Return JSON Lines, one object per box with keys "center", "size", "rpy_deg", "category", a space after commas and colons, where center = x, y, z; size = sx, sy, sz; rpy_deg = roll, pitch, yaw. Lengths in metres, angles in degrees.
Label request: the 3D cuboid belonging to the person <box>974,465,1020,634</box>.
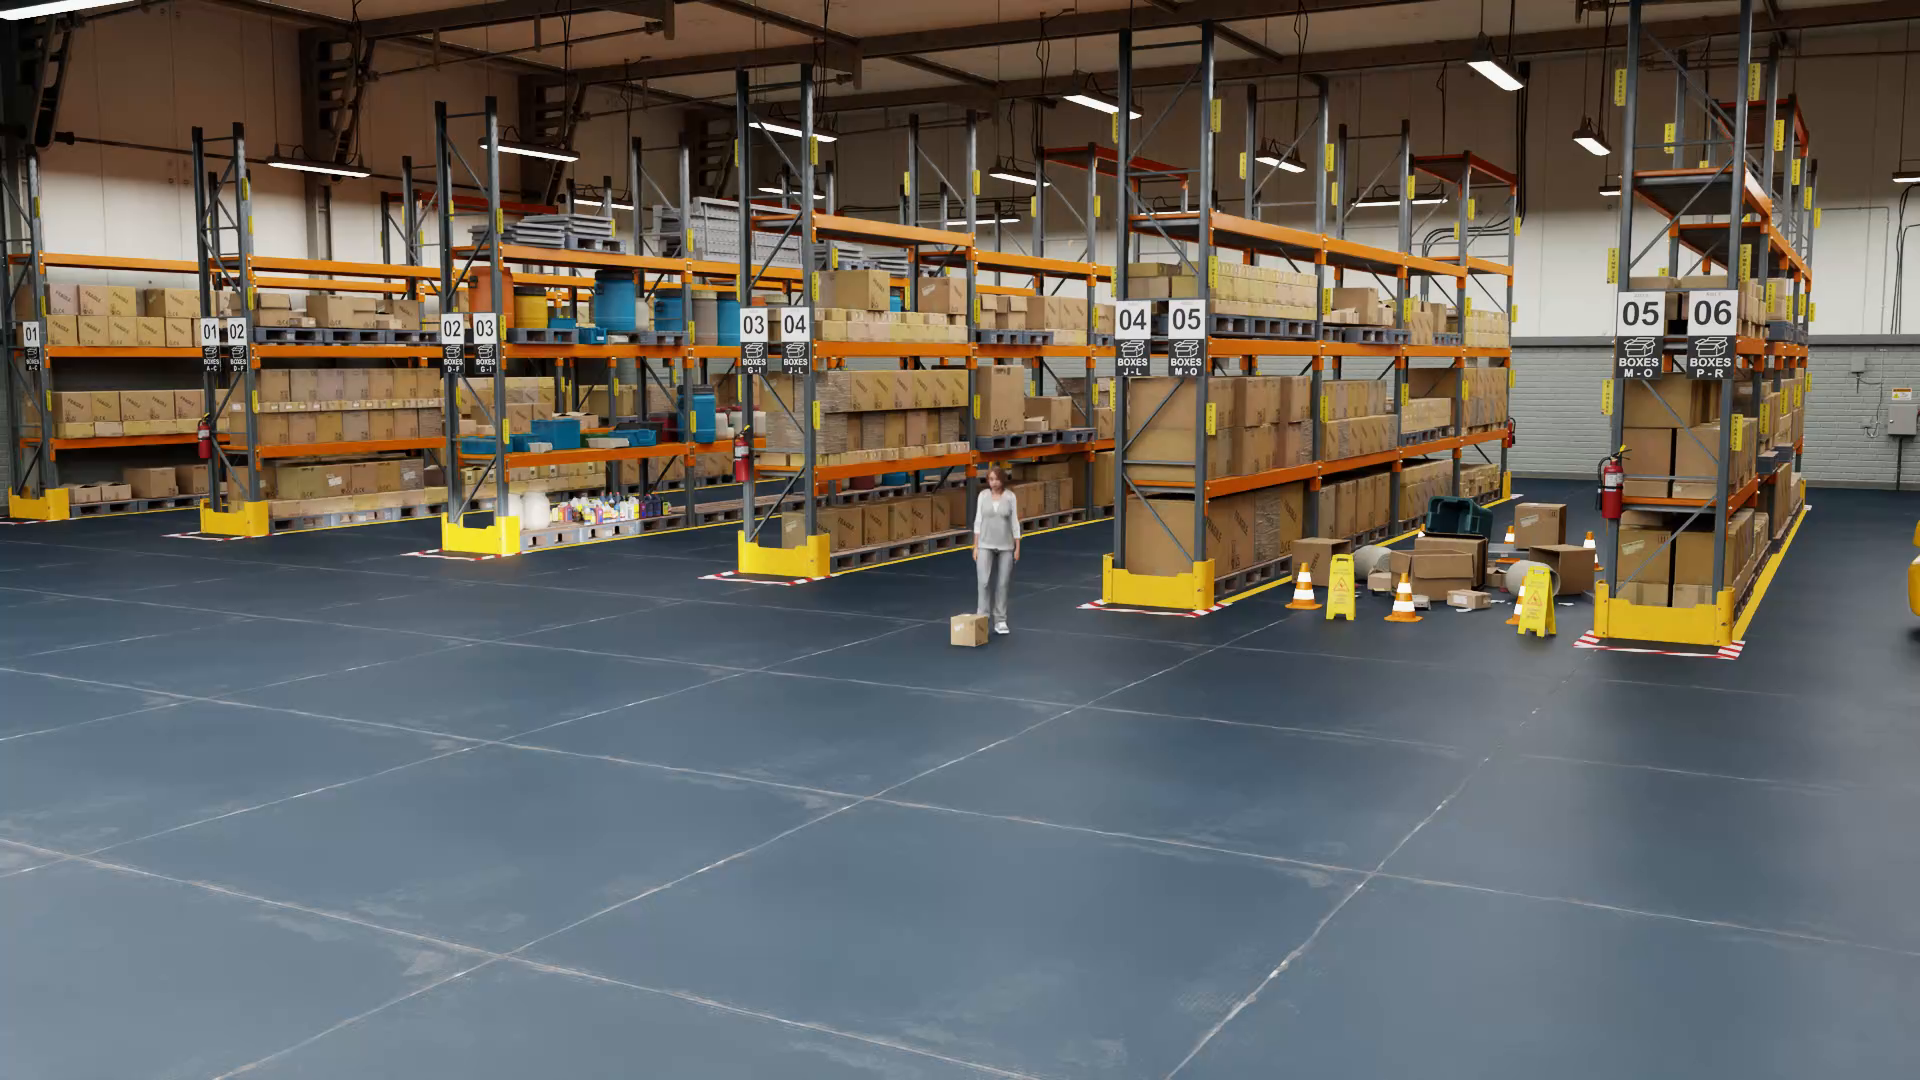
{"center": [0.344, 0.101, 15.522], "size": [0.438, 1.594, 0.565], "rpy_deg": [0, 6, 2], "category": "person"}
